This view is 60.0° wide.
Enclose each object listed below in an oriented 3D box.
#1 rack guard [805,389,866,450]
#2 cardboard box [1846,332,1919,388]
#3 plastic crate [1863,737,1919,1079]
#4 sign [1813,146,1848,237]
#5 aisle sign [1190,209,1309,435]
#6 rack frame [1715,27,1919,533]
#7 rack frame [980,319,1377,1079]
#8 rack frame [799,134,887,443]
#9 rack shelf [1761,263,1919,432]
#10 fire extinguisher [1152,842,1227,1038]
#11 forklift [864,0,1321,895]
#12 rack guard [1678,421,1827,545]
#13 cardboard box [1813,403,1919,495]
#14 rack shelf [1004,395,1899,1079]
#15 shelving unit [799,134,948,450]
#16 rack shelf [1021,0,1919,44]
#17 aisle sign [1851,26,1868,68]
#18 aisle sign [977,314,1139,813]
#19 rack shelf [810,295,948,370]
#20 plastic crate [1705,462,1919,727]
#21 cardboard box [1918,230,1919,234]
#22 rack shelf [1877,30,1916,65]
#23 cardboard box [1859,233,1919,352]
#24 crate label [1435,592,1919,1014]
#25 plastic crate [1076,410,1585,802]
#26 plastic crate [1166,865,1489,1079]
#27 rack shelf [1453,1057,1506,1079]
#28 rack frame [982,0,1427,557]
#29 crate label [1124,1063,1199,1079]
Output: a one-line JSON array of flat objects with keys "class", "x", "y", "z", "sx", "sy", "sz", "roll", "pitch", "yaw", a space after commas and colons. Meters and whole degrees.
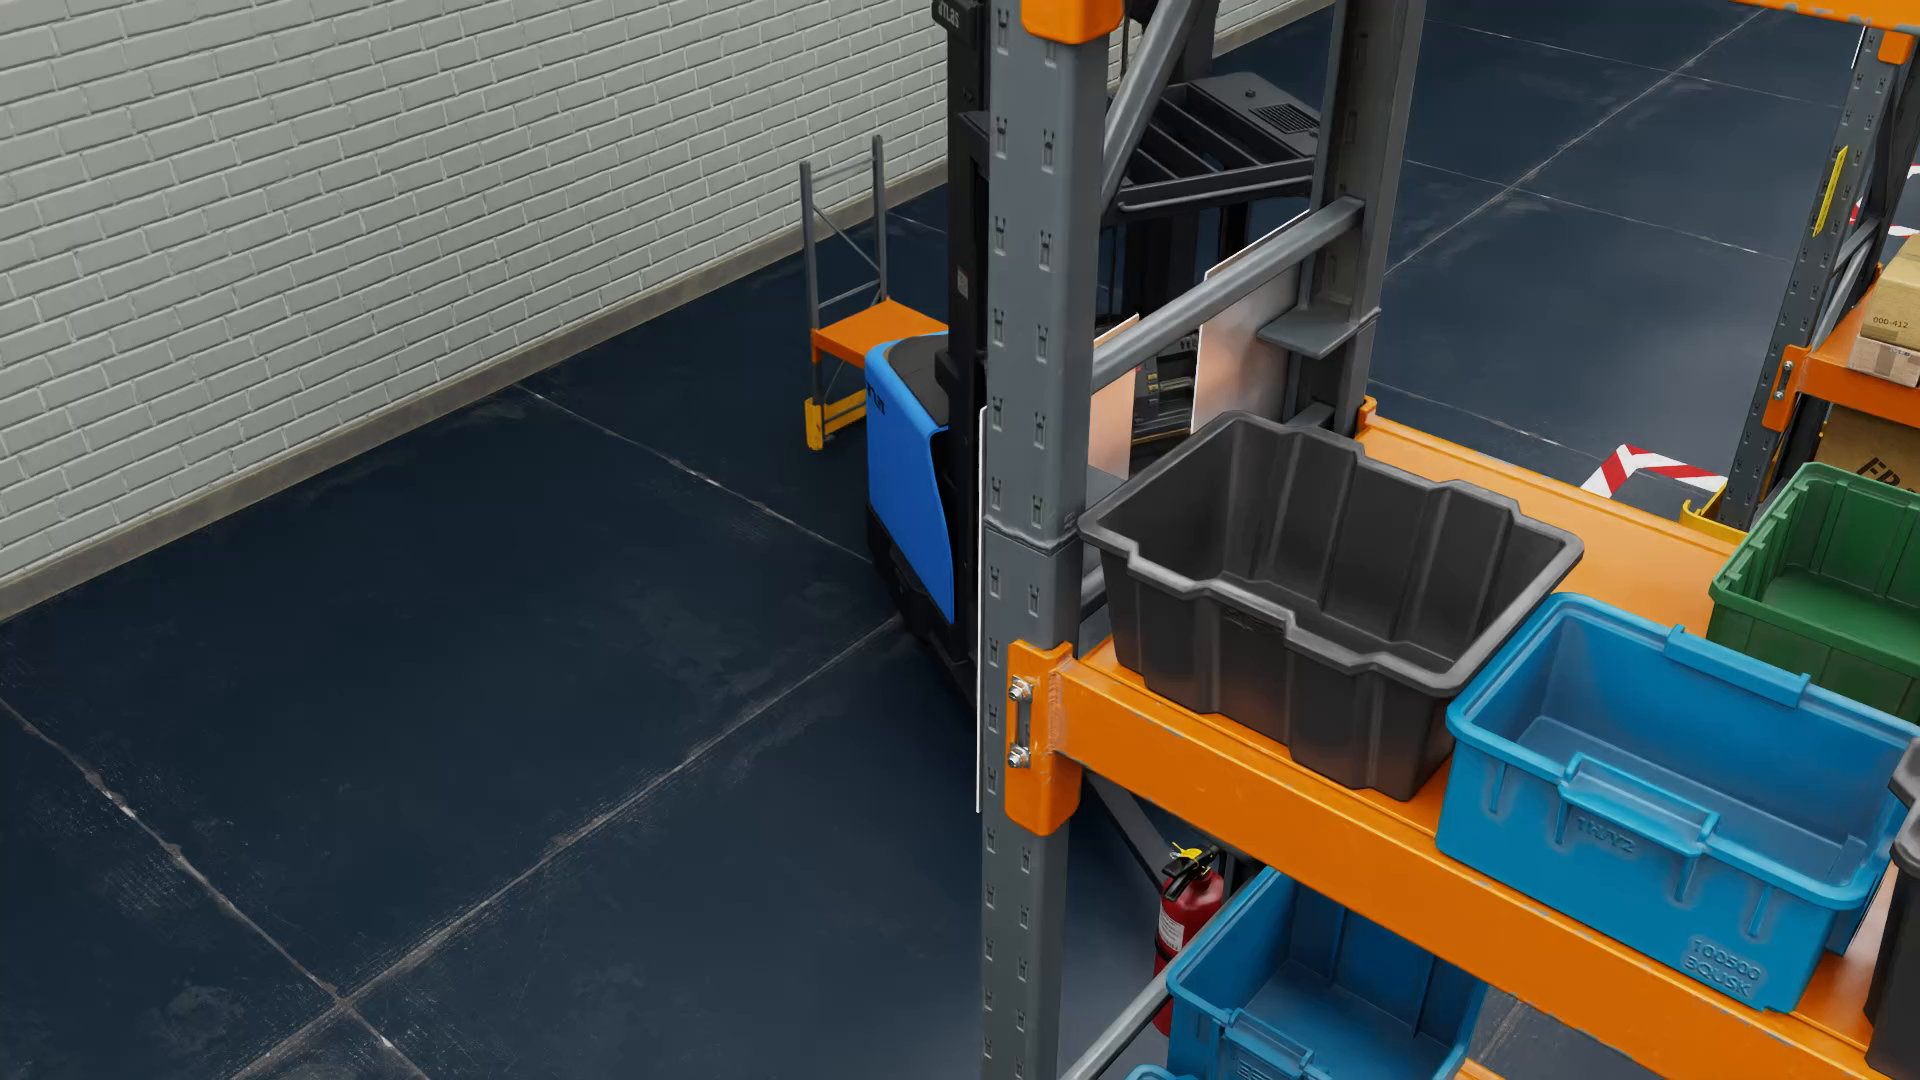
[{"class": "rack guard", "x": -0.551, "y": -0.691, "z": 8.535, "sx": 0.087, "sy": 0.250, "sz": 0.587, "roll": 29, "pitch": 44, "yaw": 35}, {"class": "cardboard box", "x": 3.632, "y": -0.758, "z": 6.426, "sx": 0.250, "sy": 0.149, "sz": 0.380, "roll": 26, "pitch": 42, "yaw": 32}, {"class": "plastic crate", "x": 1.400, "y": 0.483, "z": 1.802, "sx": 0.767, "sy": 0.338, "sz": 0.504, "roll": 25, "pitch": 42, "yaw": 32}, {"class": "sign", "x": 3.211, "y": -1.284, "z": 6.135, "sx": 0.005, "sy": 0.325, "sz": 0.100, "roll": 25, "pitch": 42, "yaw": 32}, {"class": "aisle sign", "x": 0.534, "y": -0.204, "z": 3.101, "sx": 0.004, "sy": 0.787, "sz": 0.394, "roll": 25, "pitch": 42, "yaw": 32}, {"class": "rack frame", "x": 3.570, "y": -1.134, "z": 6.751, "sx": 0.127, "sy": 3.000, "sz": 1.000, "roll": 25, "pitch": 42, "yaw": 32}, {"class": "rack frame", "x": 0.401, "y": 1.021, "z": 3.613, "sx": 0.127, "sy": 3.000, "sz": 1.000, "roll": 25, "pitch": 42, "yaw": 32}, {"class": "rack frame", "x": -0.552, "y": -1.207, "z": 8.182, "sx": 0.032, "sy": 1.500, "sz": 0.500, "roll": 29, "pitch": 44, "yaw": 35}, {"class": "rack shelf", "x": 5.107, "y": -0.113, "z": 5.900, "sx": 4.000, "sy": 0.370, "sz": 1.077, "roll": 25, "pitch": 42, "yaw": 32}, {"class": "fire extinguisher", "x": 0.576, "y": 0.955, "z": 4.108, "sx": 0.183, "sy": 0.674, "sz": 0.296, "roll": 25, "pitch": 42, "yaw": 32}, {"class": "forklift", "x": 0.607, "y": -0.485, "z": 5.867, "sx": 1.130, "sy": 2.935, "sz": 3.031, "roll": -13, "pitch": 37, "yaw": -18}, {"class": "rack guard", "x": 3.552, "y": -0.112, "z": 7.471, "sx": 0.348, "sy": 0.500, "sz": 1.175, "roll": 25, "pitch": 42, "yaw": 32}, {"class": "cardboard box", "x": 4.113, "y": -0.234, "z": 6.947, "sx": 0.875, "sy": 0.875, "sz": 0.875, "roll": 25, "pitch": 42, "yaw": 32}, {"class": "rack shelf", "x": 1.938, "y": 0.806, "z": 1.913, "sx": 4.000, "sy": 0.370, "sz": 1.077, "roll": 25, "pitch": 42, "yaw": 32}, {"class": "shelving unit", "x": -0.194, "y": -1.009, "z": 7.895, "sx": 1.083, "sy": 1.500, "sz": 0.587, "roll": 29, "pitch": 44, "yaw": 35}, {"class": "rack shelf", "x": 1.938, "y": -0.266, "z": 1.177, "sx": 4.000, "sy": 0.370, "sz": 1.077, "roll": 25, "pitch": 42, "yaw": 32}, {"class": "aisle sign", "x": 3.323, "y": -2.101, "z": 5.863, "sx": 0.004, "sy": 0.787, "sz": 0.394, "roll": 25, "pitch": 42, "yaw": 32}, {"class": "aisle sign", "x": 0.156, "y": 0.053, "z": 2.727, "sx": 0.004, "sy": 0.787, "sz": 0.394, "roll": 25, "pitch": 42, "yaw": 32}, {"class": "rack shelf", "x": -0.188, "y": -0.857, "z": 7.991, "sx": 1.000, "sy": 0.185, "sz": 0.538, "roll": 29, "pitch": 44, "yaw": 35}, {"class": "plastic crate", "x": 1.342, "y": 0.105, "z": 2.485, "sx": 0.336, "sy": 0.188, "sz": 0.450, "roll": 25, "pitch": 42, "yaw": 32}, {"class": "cardboard box", "x": 4.113, "y": -1.134, "z": 6.622, "sx": 0.500, "sy": 0.250, "sz": 0.500, "roll": 25, "pitch": 41, "yaw": 31}, {"class": "rack shelf", "x": 5.107, "y": -1.349, "z": 5.051, "sx": 4.000, "sy": 0.370, "sz": 1.077, "roll": 25, "pitch": 42, "yaw": 32}, {"class": "cardboard box", "x": 3.767, "y": -0.903, "z": 6.285, "sx": 0.500, "sy": 0.250, "sz": 0.500, "roll": 24, "pitch": 41, "yaw": 31}, {"class": "crate label", "x": 0.904, "y": 0.321, "z": 2.115, "sx": 0.502, "sy": 0.251, "sz": 0.408, "roll": 25, "pitch": 42, "yaw": 32}, {"class": "plastic crate", "x": 0.519, "y": 0.099, "z": 2.421, "sx": 0.590, "sy": 0.269, "sz": 0.497, "roll": 25, "pitch": 42, "yaw": 32}, {"class": "plastic crate", "x": 0.778, "y": 1.022, "z": 3.528, "sx": 0.499, "sy": 0.435, "sz": 0.616, "roll": 25, "pitch": 42, "yaw": 32}, {"class": "rack shelf", "x": 1.938, "y": 2.042, "z": 2.762, "sx": 4.000, "sy": 0.370, "sz": 1.077, "roll": 25, "pitch": 42, "yaw": 32}, {"class": "rack frame", "x": 0.401, "y": -1.452, "z": 1.915, "sx": 0.127, "sy": 3.000, "sz": 1.000, "roll": 25, "pitch": 42, "yaw": 32}, {"class": "crate label", "x": 0.381, "y": 1.298, "z": 3.305, "sx": 0.303, "sy": 0.233, "sz": 0.416, "roll": 25, "pitch": 42, "yaw": 32}]
